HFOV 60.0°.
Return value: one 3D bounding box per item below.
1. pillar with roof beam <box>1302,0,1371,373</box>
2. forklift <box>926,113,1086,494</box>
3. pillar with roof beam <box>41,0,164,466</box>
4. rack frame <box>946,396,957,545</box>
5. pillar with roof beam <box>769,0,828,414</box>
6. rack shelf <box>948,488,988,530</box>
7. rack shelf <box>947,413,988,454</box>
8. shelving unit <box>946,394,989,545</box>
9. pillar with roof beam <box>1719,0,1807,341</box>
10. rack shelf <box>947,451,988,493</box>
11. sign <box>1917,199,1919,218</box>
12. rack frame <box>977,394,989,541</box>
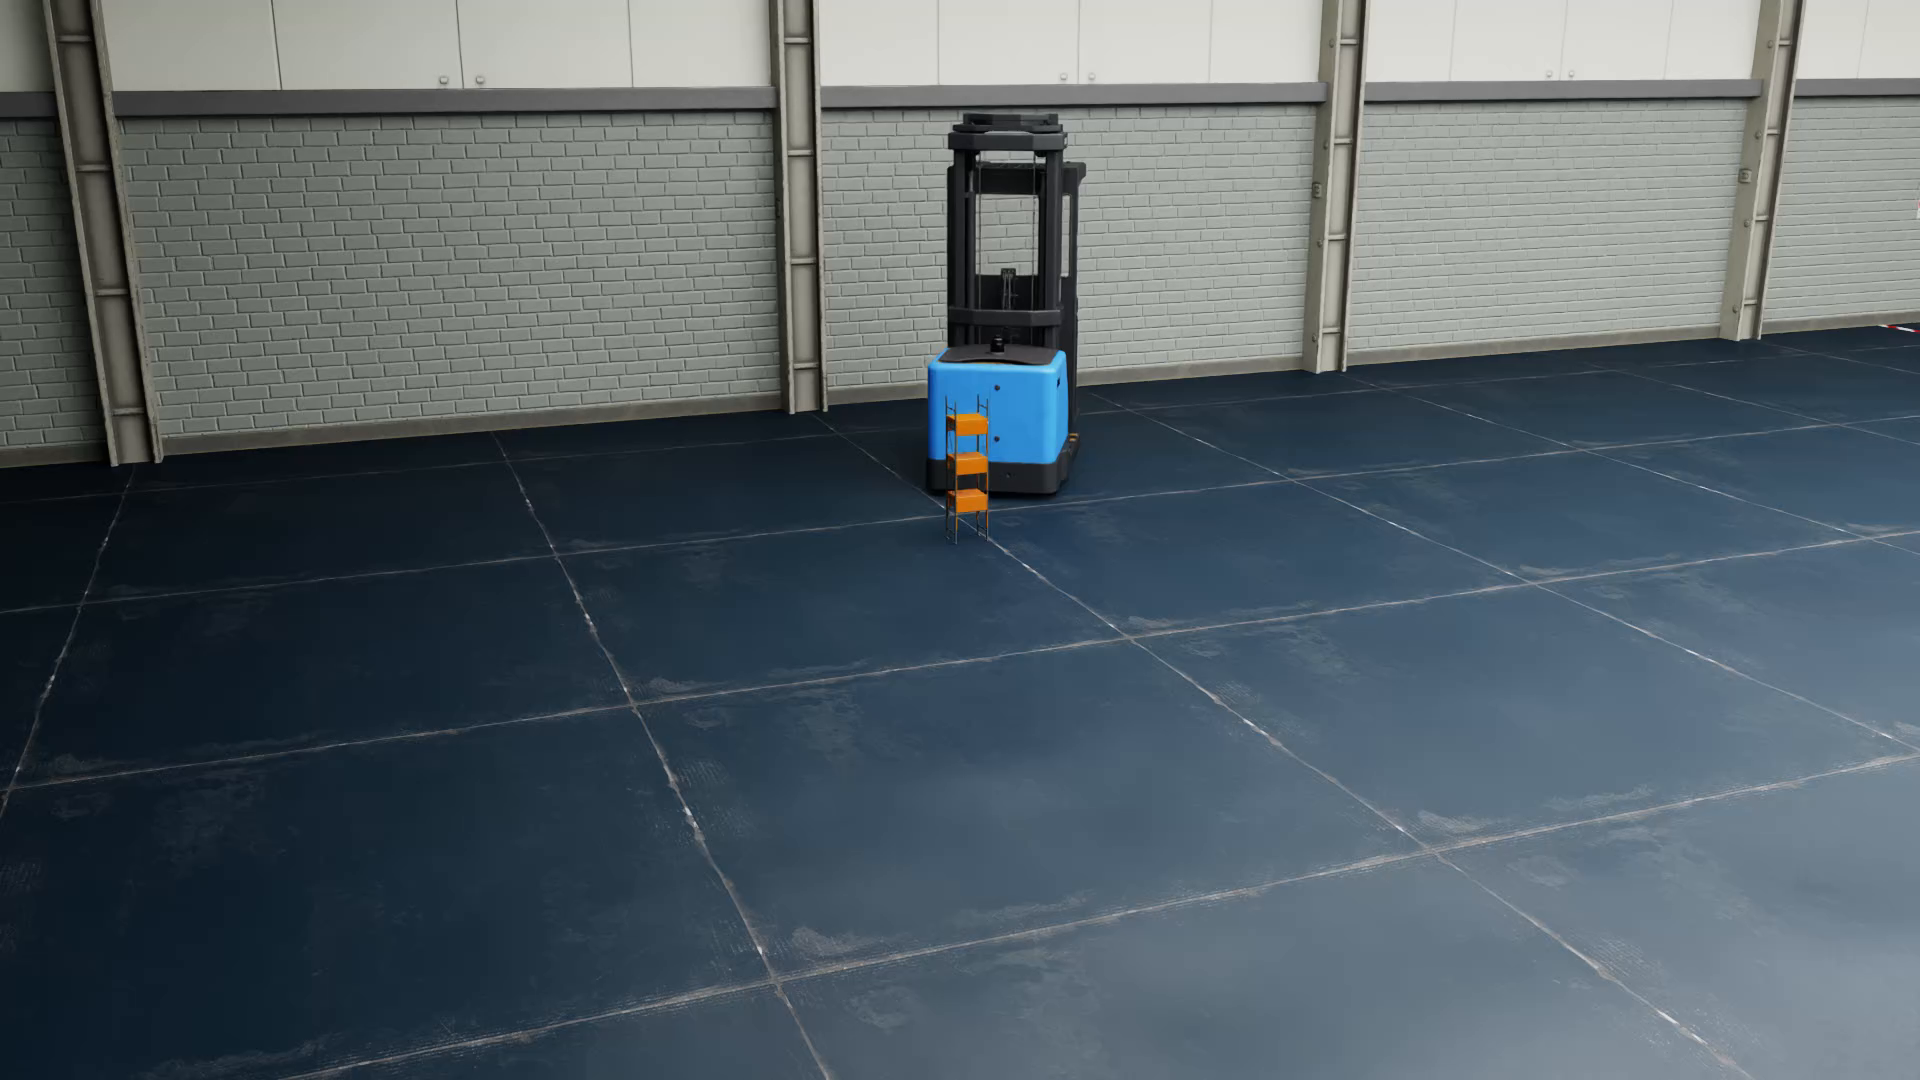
[{"bbox_3d":[5.600,-5.084,13.441,0.400,9.000,9.100,-6,17,-20],"label":"pillar with roof beam"},{"bbox_3d":[0.475,-2.142,14.192,1.130,2.935,3.031,3,17,9],"label":"forklift"},{"bbox_3d":[-5.605,-3.875,9.322,0.400,9.000,9.100,-6,17,-20],"label":"pillar with roof beam"},{"bbox_3d":[-0.064,-0.497,11.927,0.008,1.050,0.200,-6,17,-20],"label":"rack frame"},{"bbox_3d":[-0.003,-4.480,11.381,0.400,9.000,9.100,-6,17,-20],"label":"pillar with roof beam"},{"bbox_3d":[0.050,-0.232,12.050,0.240,0.259,0.215,-6,17,-20],"label":"rack shelf"},{"bbox_3d":[0.050,-0.771,11.892,0.240,0.259,0.215,-6,17,-20],"label":"rack shelf"},{"bbox_3d":[0.050,-0.509,11.969,0.252,1.050,0.215,-6,17,-20],"label":"shelving unit"},{"bbox_3d":[11.203,-5.689,15.501,0.400,9.000,9.100,-6,17,-20],"label":"pillar with roof beam"},{"bbox_3d":[0.050,-0.499,11.972,0.240,0.259,0.215,-6,17,-20],"label":"rack shelf"},{"bbox_3d":[12.391,-4.298,21.347,0.234,0.329,0.001,-6,17,-20],"label":"sign"},{"bbox_3d":[0.164,-0.521,12.011,0.008,1.050,0.200,-6,17,-20],"label":"rack frame"}]
